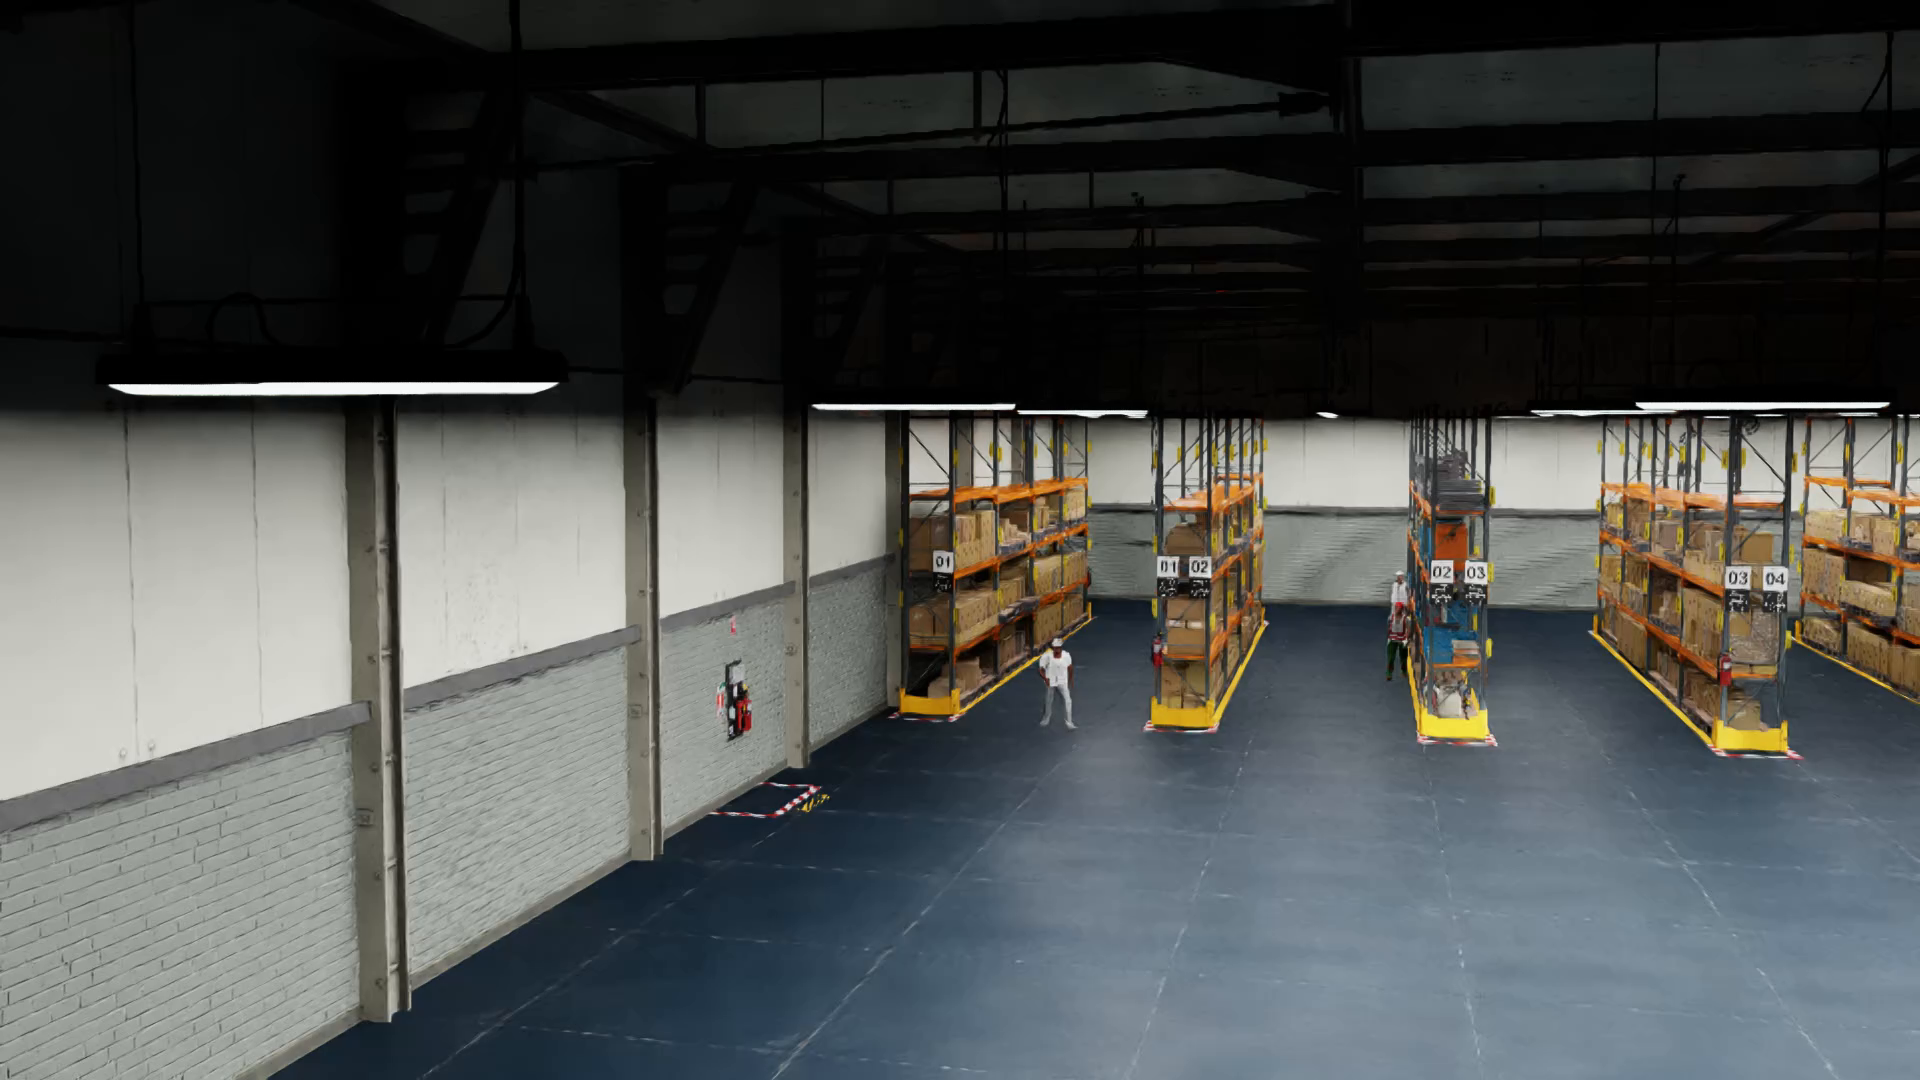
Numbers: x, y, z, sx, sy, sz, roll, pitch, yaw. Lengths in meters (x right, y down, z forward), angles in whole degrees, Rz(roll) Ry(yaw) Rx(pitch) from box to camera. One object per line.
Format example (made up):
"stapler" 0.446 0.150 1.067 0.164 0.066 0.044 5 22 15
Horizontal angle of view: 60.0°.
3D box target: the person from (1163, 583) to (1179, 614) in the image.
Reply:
"person" 5.626 1.729 43.774 0.577 1.691 1.121 1 4 16

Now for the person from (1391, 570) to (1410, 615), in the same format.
"person" 11.798 1.671 44.479 0.560 1.733 0.928 2 5 30

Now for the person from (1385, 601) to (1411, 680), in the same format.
"person" 9.686 2.215 36.713 0.531 1.728 1.036 2 4 23

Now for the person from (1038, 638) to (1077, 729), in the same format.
"person" 1.788 2.649 30.940 0.700 1.705 0.840 0 4 -3
